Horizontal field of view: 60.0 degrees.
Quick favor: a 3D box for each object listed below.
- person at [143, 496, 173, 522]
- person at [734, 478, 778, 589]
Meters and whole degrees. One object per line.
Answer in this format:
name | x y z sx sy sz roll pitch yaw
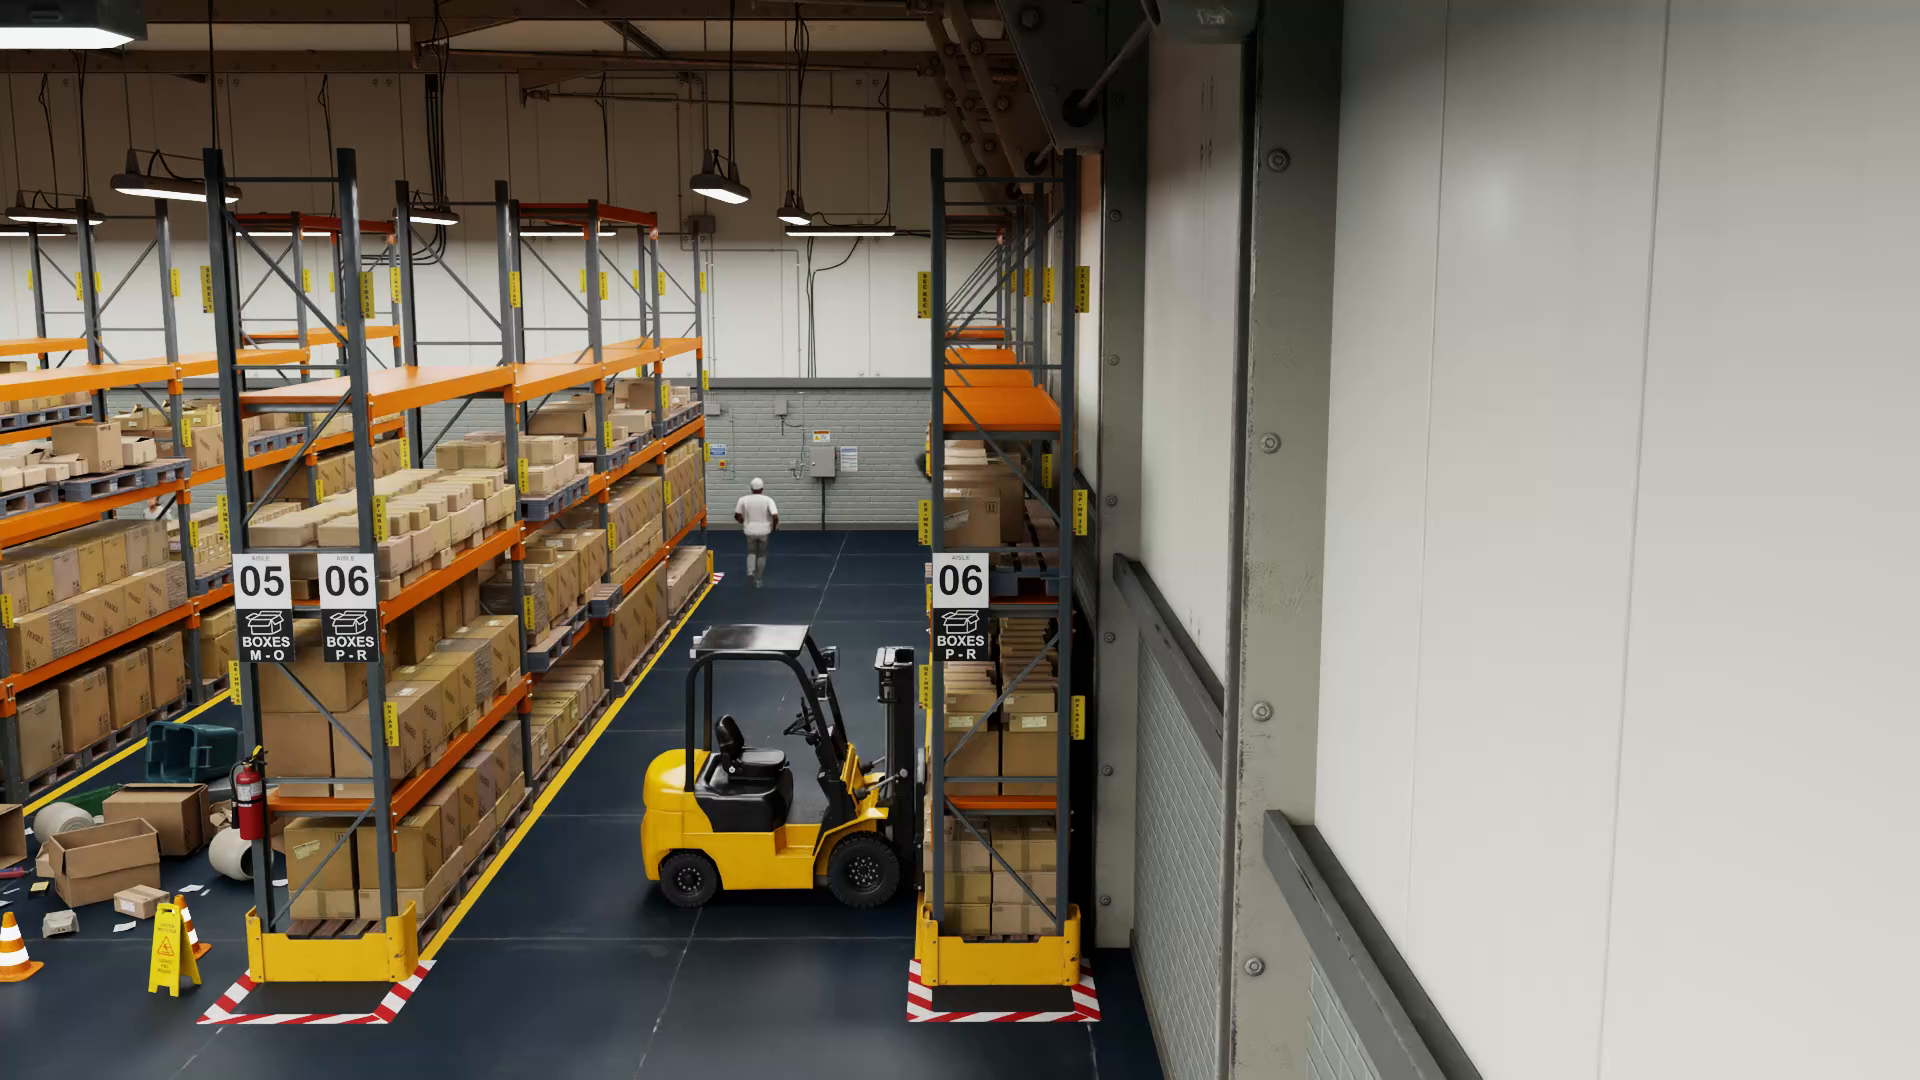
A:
person | -12.958 0.064 26.886 0.566 1.707 0.713 -1 9 -3
person | -3.151 -0.108 25.852 0.686 1.735 0.534 0 9 3
